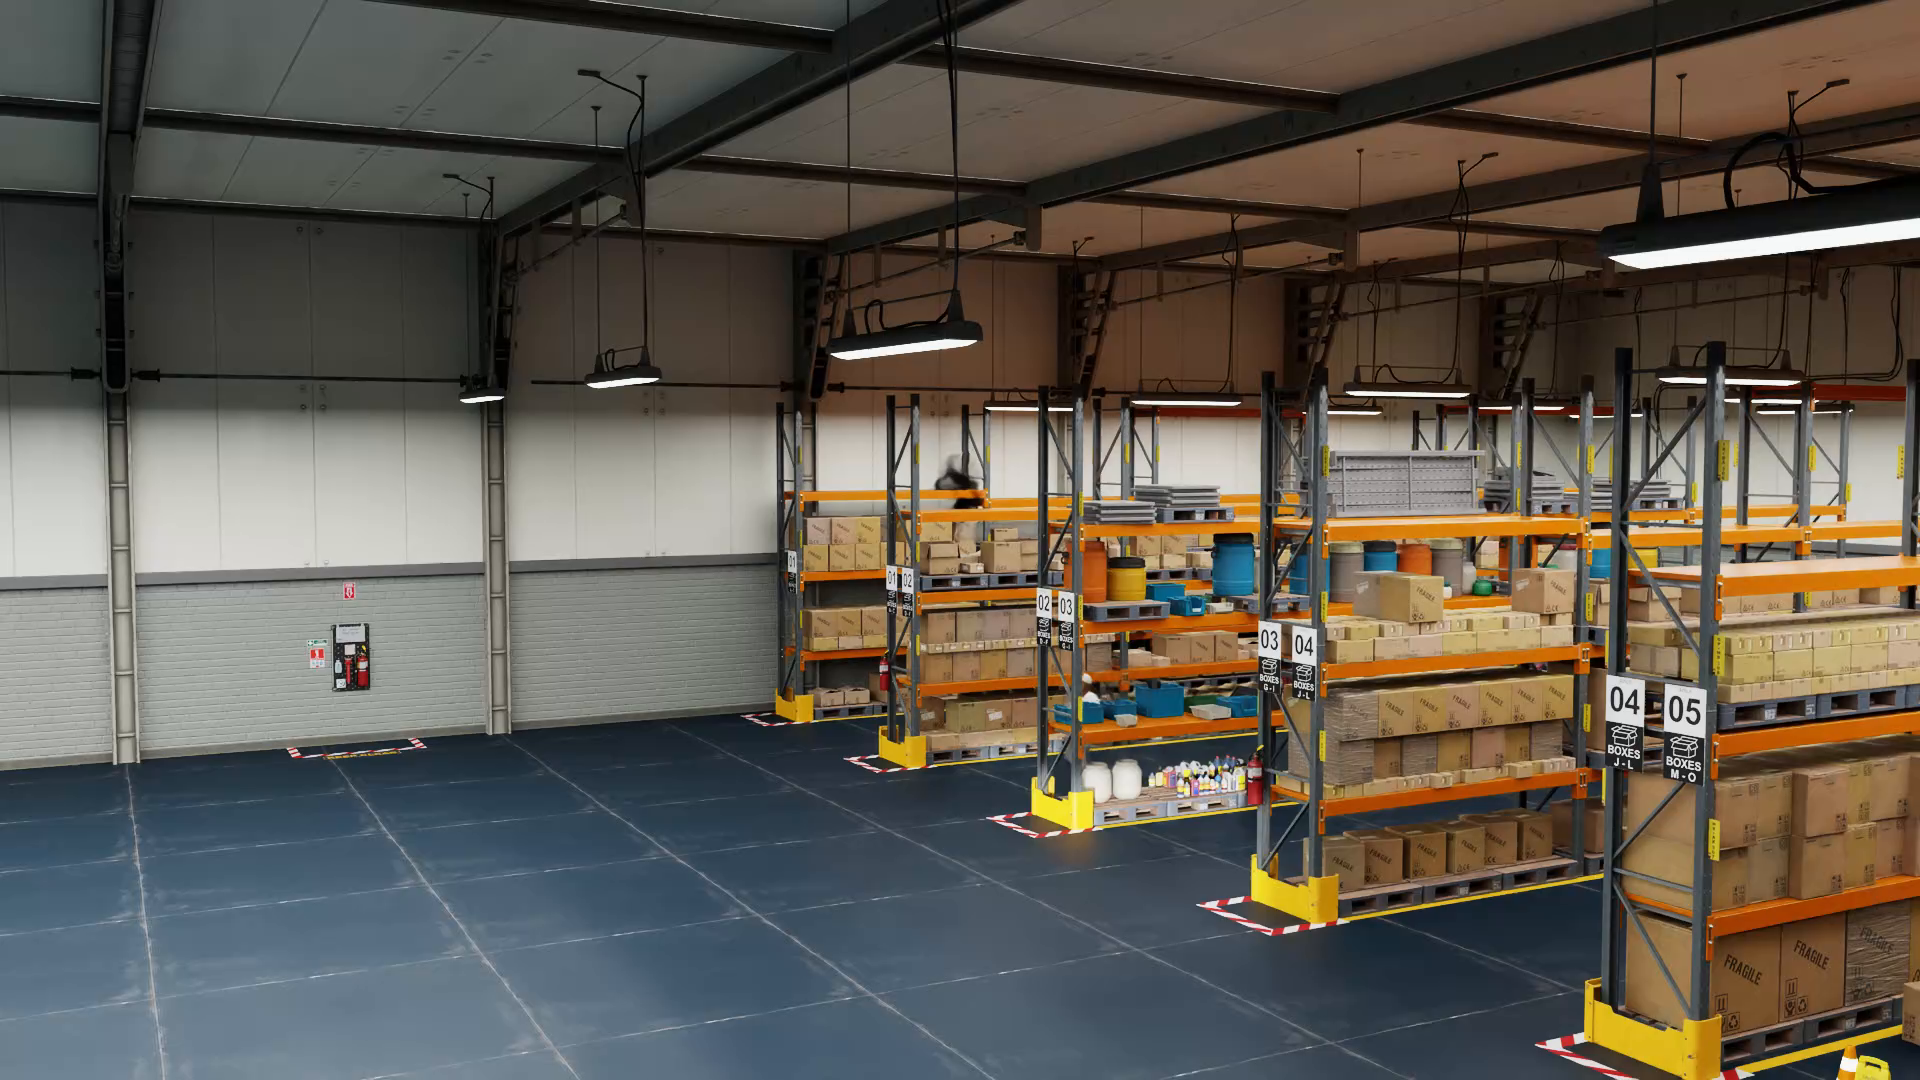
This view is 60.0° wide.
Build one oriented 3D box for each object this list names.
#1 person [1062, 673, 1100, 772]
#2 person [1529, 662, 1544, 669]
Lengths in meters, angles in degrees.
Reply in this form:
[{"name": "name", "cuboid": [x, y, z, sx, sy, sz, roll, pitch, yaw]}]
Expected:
[{"name": "person", "cuboid": [1.807, 2.874, 25.101, 0.597, 1.720, 0.690, -2, 4, -38]}, {"name": "person", "cuboid": [10.764, 2.644, 30.848, 0.594, 1.549, 0.537, -3, 4, -41]}]
